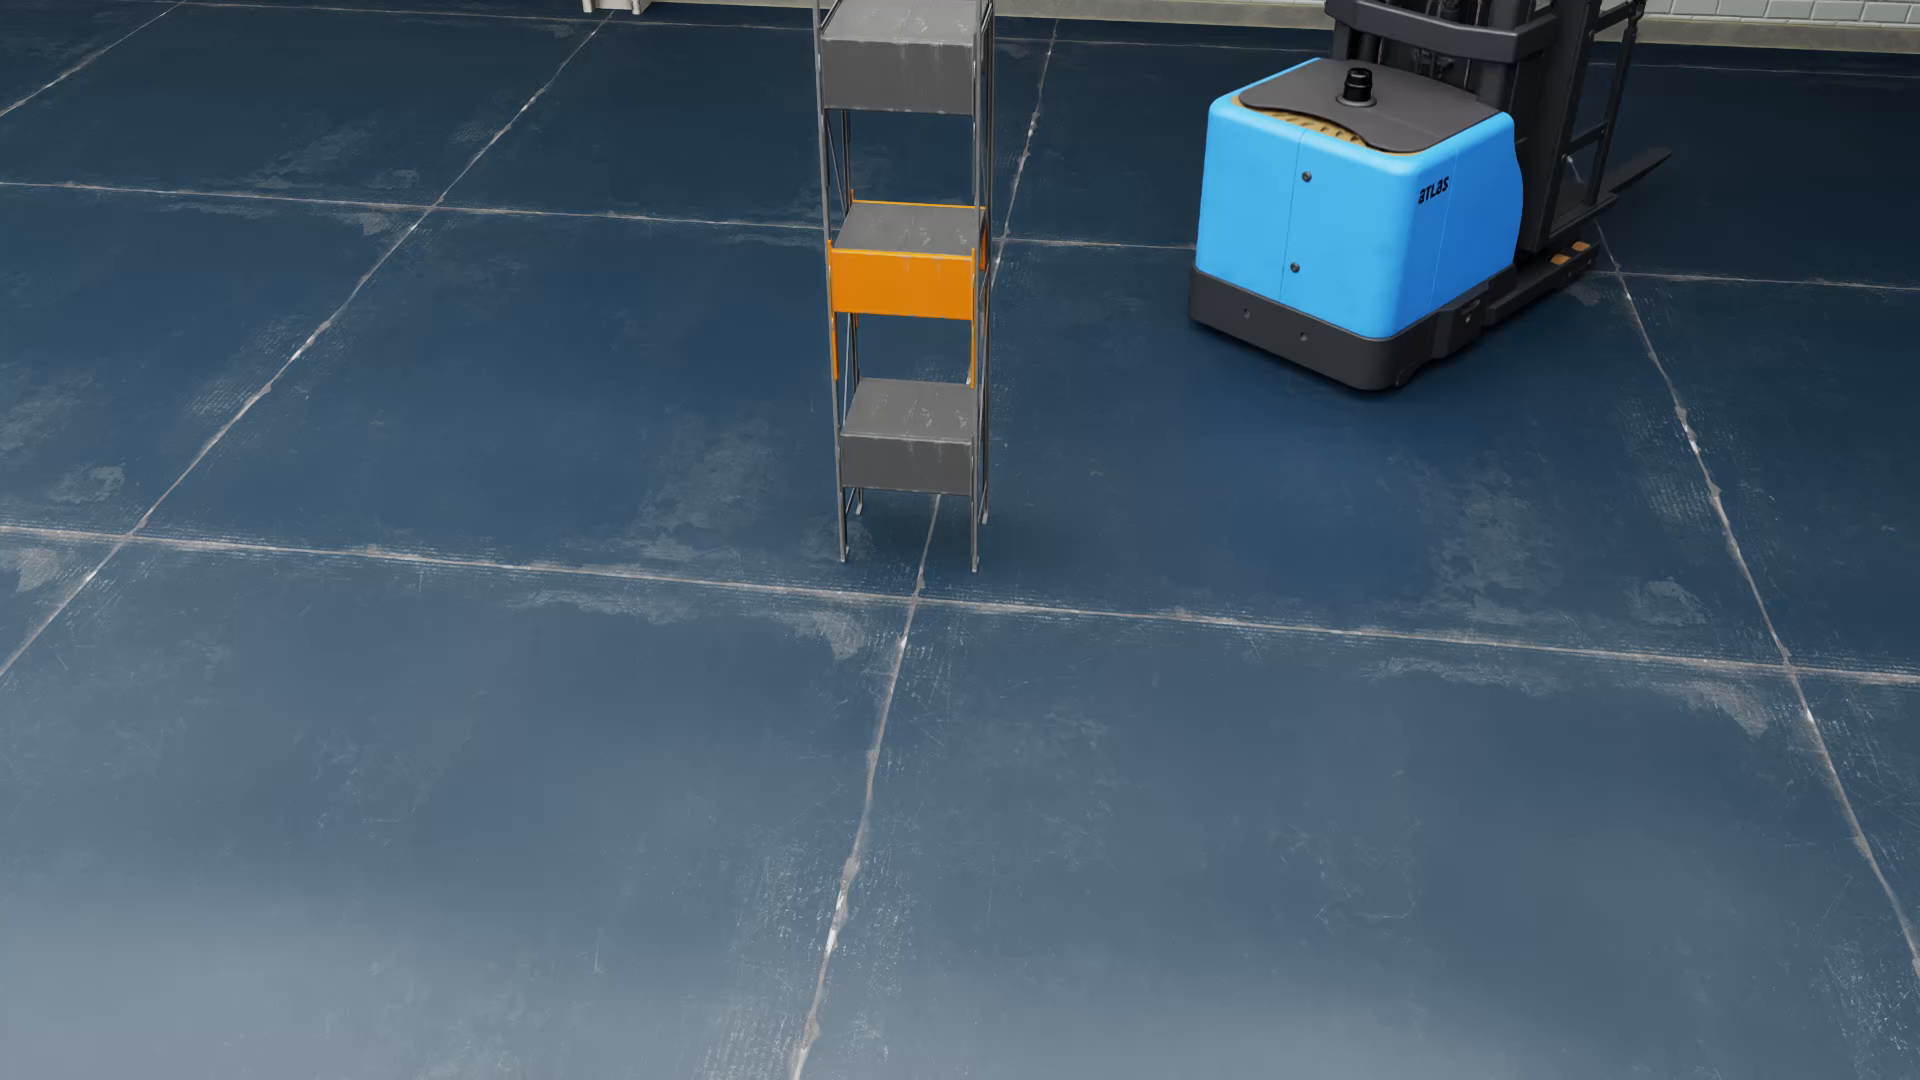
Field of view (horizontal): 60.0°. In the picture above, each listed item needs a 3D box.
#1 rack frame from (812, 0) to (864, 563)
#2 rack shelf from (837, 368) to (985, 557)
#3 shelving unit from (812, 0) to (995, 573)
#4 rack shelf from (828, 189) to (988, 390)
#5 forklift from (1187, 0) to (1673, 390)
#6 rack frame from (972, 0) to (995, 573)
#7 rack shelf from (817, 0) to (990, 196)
[{"bbox_3d":[-0.406,-0.885,5.683,0.015,2.100,0.400,4,36,6],"label":"rack frame"},{"bbox_3d":[-0.164,-0.286,6.072,0.480,0.518,0.431,4,36,6],"label":"rack shelf"},{"bbox_3d":[-0.164,-0.867,5.657,0.503,2.100,0.431,4,36,6],"label":"shelving unit"},{"bbox_3d":[-0.164,-0.856,5.665,0.480,0.518,0.431,4,36,6],"label":"rack shelf"},{"bbox_3d":[2.436,-2.576,7.336,3.031,2.935,1.130,-30,45,-35],"label":"forklift"},{"bbox_3d":[0.078,-0.849,5.632,0.015,2.100,0.400,4,36,6],"label":"rack frame"},{"bbox_3d":[-0.164,-1.426,5.258,0.480,0.518,0.431,4,36,6],"label":"rack shelf"}]
